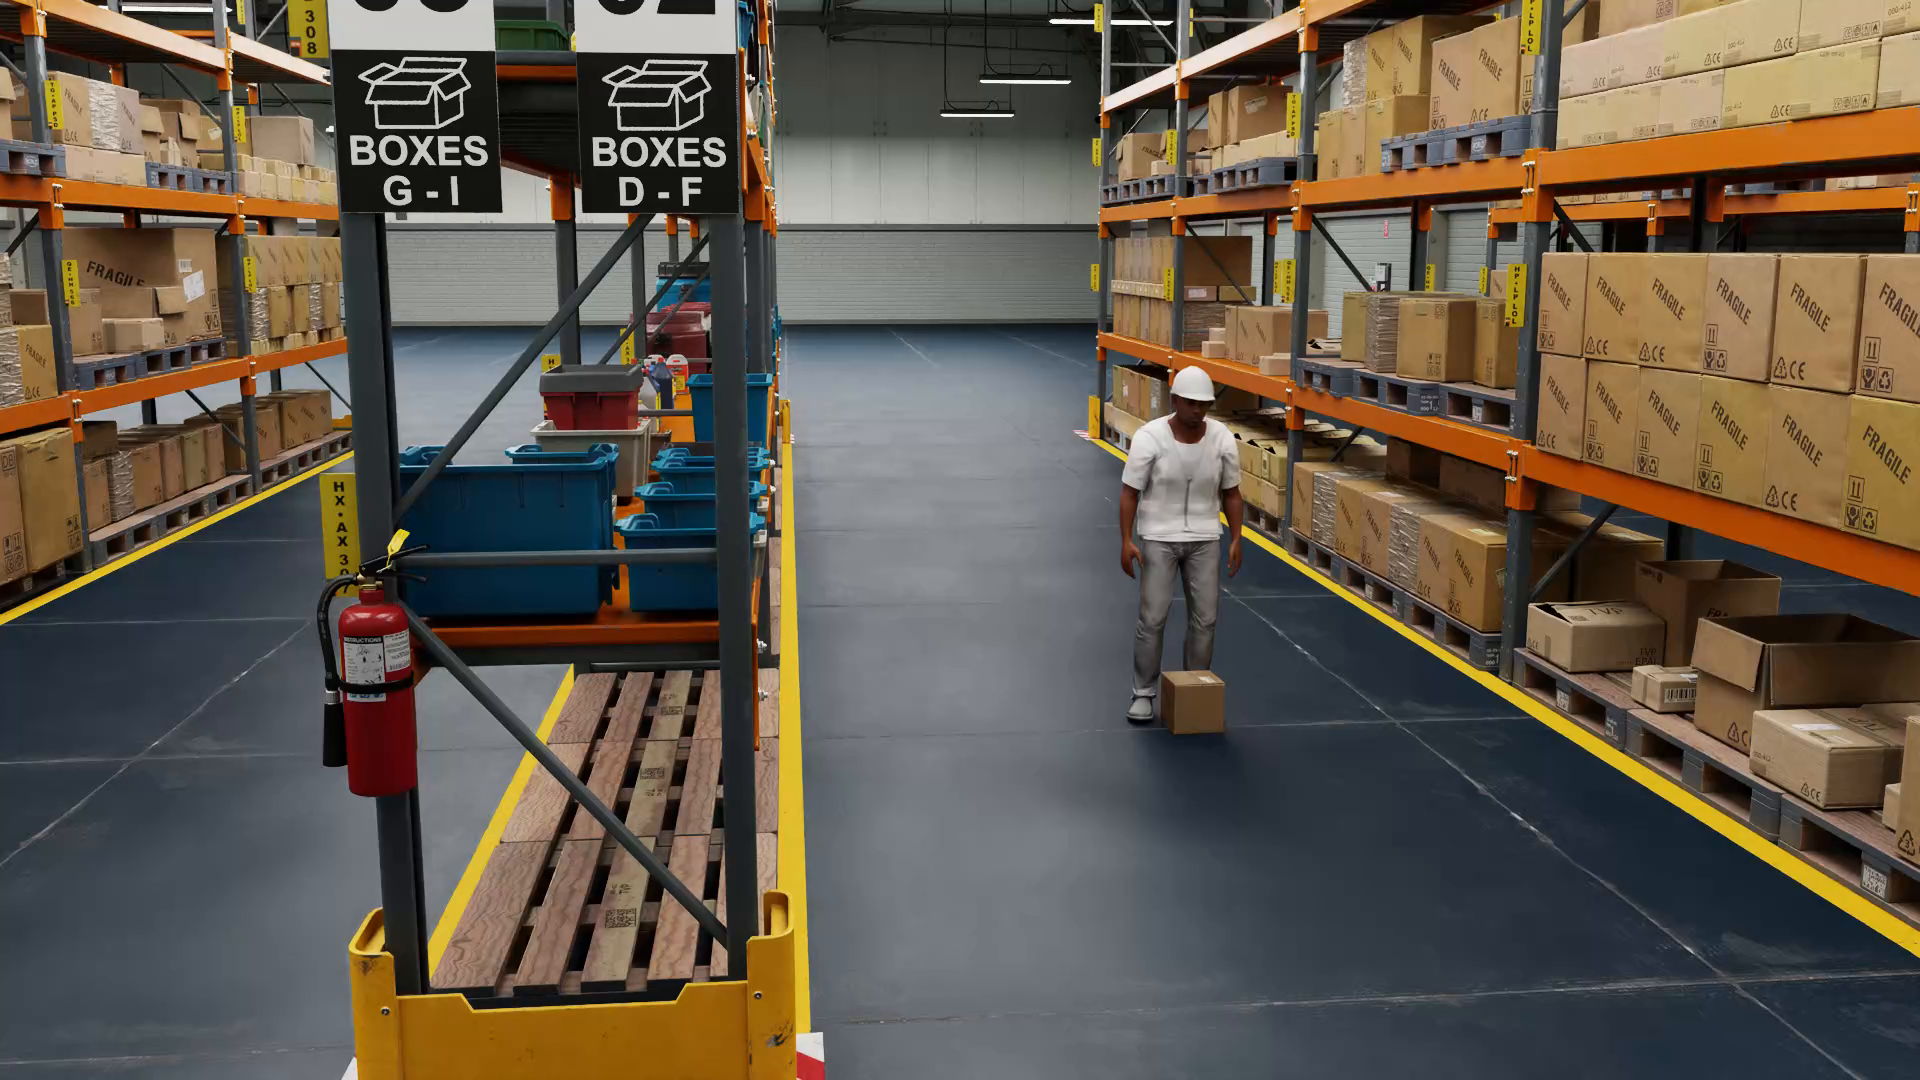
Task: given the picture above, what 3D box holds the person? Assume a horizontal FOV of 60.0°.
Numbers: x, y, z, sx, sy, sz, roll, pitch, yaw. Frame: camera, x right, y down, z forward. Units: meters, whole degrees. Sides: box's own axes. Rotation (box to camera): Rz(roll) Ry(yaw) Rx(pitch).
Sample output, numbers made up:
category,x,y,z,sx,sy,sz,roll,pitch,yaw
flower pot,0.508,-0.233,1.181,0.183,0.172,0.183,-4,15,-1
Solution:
category,x,y,z,sx,sy,sz,roll,pitch,yaw
person,1.102,0.017,8.259,0.626,1.757,0.458,-1,10,-6
